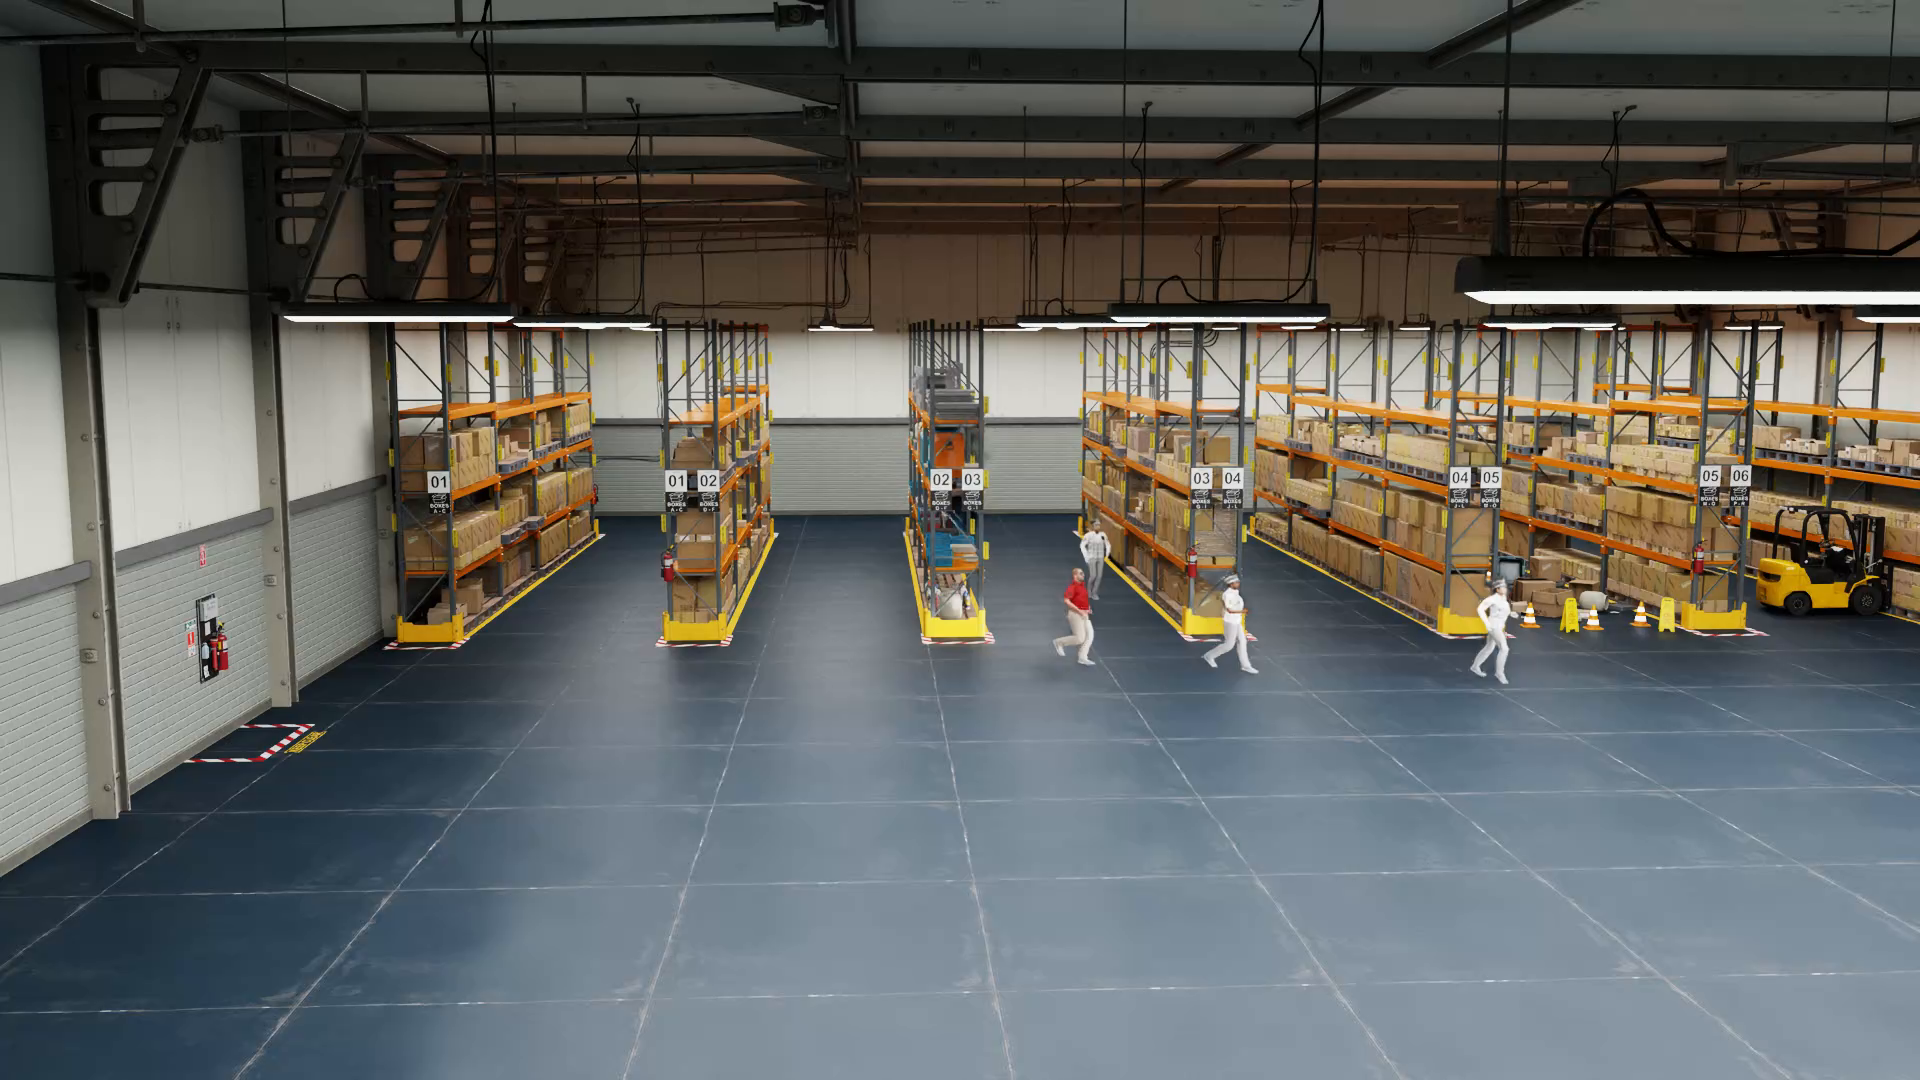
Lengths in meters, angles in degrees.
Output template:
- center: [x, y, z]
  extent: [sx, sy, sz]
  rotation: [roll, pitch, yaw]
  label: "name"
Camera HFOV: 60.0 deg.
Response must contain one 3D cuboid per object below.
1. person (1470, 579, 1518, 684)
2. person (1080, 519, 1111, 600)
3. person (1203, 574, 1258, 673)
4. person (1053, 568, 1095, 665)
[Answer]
- center: [8.852, 1.491, 27.548]
  extent: [0.743, 1.749, 0.606]
  rotation: [5, 9, 36]
  label: "person"
- center: [2.810, 0.386, 34.233]
  extent: [0.634, 1.677, 0.461]
  rotation: [-2, 7, -13]
  label: "person"
- center: [4.589, 1.405, 28.087]
  extent: [0.923, 1.699, 0.541]
  rotation: [2, 7, 19]
  label: "person"
- center: [2.014, 1.326, 28.953]
  extent: [0.736, 1.699, 0.668]
  rotation: [3, 8, 25]
  label: "person"
